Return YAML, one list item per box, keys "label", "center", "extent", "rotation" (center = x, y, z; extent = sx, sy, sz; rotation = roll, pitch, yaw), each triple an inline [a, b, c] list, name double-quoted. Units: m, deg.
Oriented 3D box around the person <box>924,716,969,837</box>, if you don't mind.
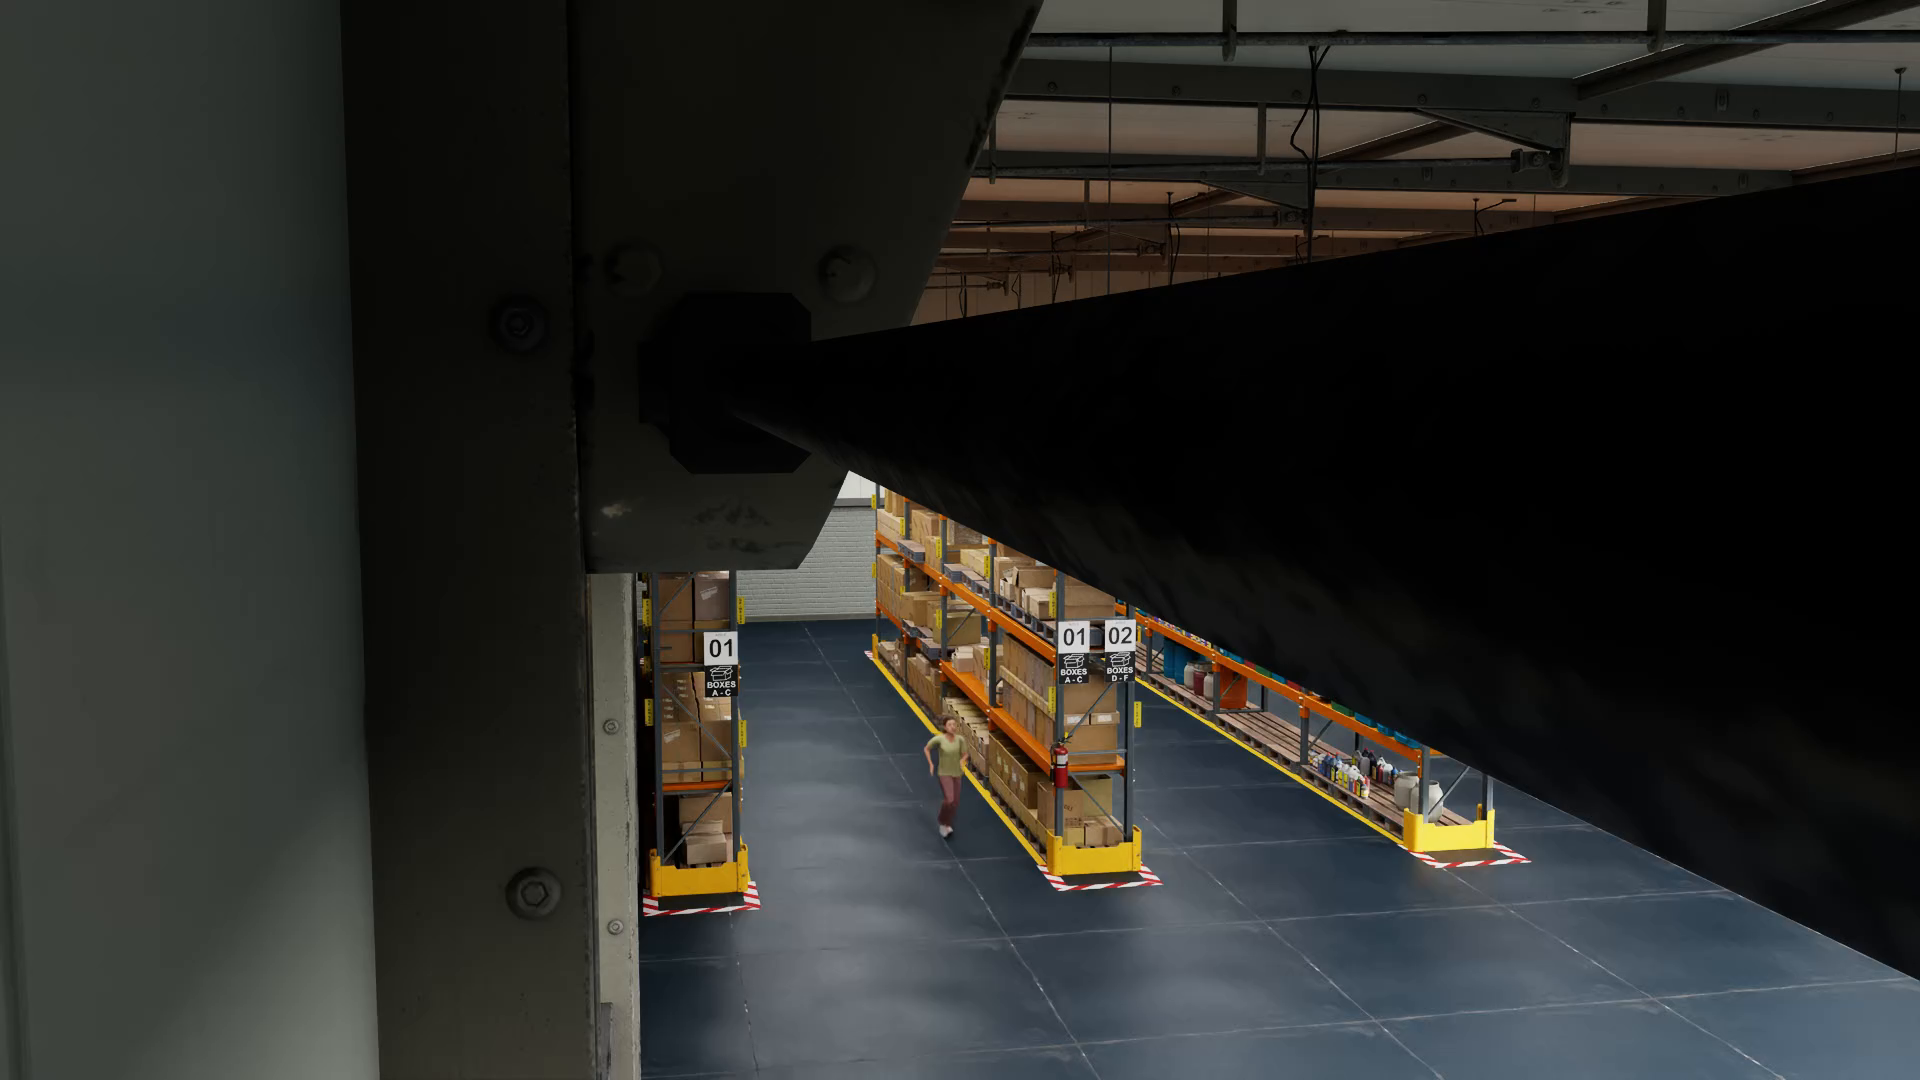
- label: "person"
  center: [-0.138, 3.192, 22.470]
  extent: [0.554, 1.642, 0.645]
  rotation: [-3, 6, -23]
